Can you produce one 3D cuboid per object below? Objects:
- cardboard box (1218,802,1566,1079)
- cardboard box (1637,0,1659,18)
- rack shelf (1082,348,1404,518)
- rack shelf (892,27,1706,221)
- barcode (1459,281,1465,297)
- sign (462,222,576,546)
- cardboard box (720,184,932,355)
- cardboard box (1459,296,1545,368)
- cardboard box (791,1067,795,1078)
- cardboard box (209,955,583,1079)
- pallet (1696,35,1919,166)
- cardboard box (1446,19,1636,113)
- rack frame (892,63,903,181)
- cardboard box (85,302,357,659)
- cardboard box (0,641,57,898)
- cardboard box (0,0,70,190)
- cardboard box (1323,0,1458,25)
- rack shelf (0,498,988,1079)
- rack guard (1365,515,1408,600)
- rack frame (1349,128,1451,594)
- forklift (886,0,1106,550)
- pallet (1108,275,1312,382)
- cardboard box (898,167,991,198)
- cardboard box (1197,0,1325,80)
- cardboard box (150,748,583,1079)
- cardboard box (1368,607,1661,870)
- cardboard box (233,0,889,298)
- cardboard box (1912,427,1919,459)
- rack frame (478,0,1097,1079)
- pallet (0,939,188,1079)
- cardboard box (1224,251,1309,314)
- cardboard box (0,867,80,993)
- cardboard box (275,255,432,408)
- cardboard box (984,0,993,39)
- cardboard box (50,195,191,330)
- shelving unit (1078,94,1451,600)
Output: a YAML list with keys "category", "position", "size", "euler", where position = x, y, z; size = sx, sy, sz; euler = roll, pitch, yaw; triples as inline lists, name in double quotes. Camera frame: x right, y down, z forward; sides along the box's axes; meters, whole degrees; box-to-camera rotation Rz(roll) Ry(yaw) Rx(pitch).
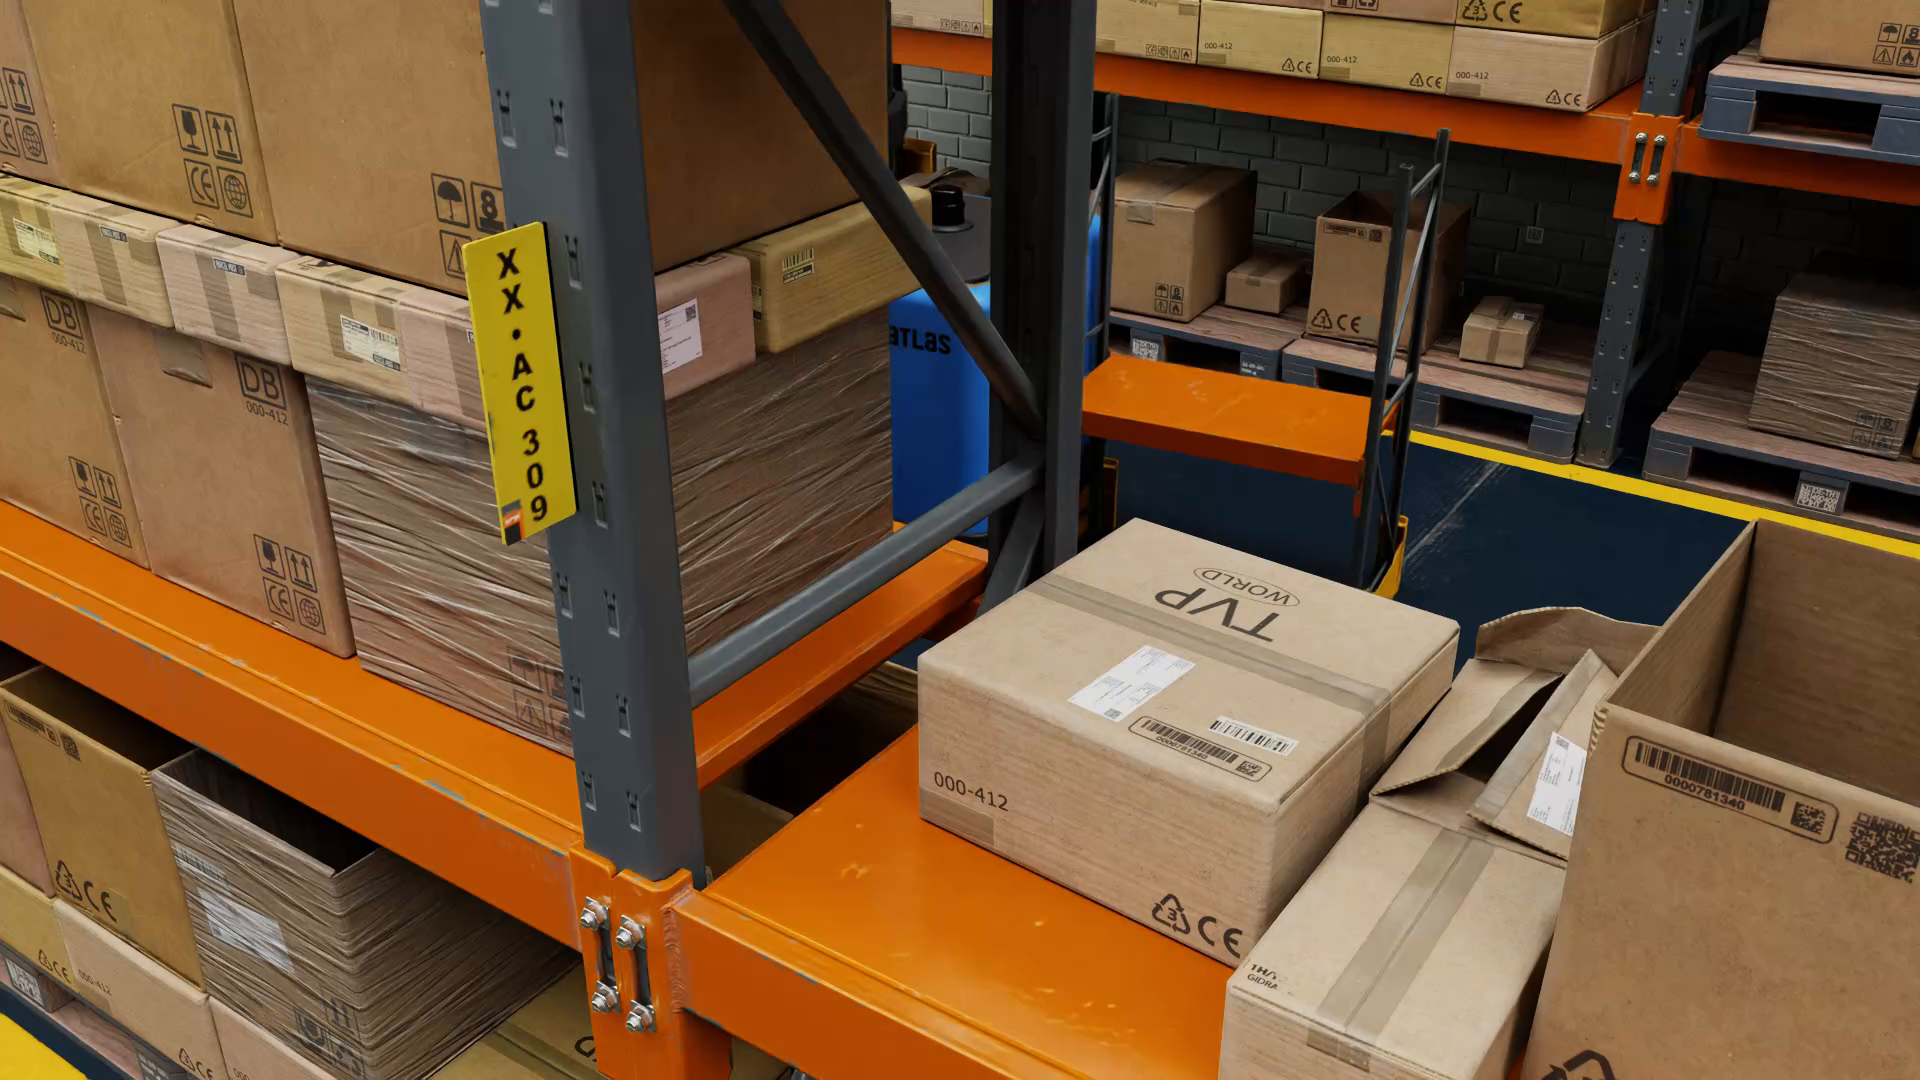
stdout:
- category: "cardboard box"
  position: [0.478, 0.473, 1.791]
  size: [0.250, 0.149, 0.380]
  euler: [17, 32, 30]
- category: "cardboard box"
  position: [2.396, -2.271, 6.223]
  size: [0.500, 0.500, 0.500]
  euler: [16, 31, 29]
- category: "rack shelf"
  position: [0.823, -0.351, 5.183]
  size: [1.000, 0.185, 0.538]
  euler: [13, 30, 24]
- category: "rack shelf"
  position: [1.016, -1.989, 7.145]
  size: [4.000, 0.370, 1.077]
  euler: [17, 32, 30]
- category: "barcode"
  position: [2.134, -1.084, 7.153]
  size: [0.075, 0.075, 0.001]
  euler: [17, 32, 30]
- category: "sign"
  position: [-0.450, -0.157, 1.709]
  size: [0.005, 0.325, 0.100]
  euler: [17, 32, 30]
- category: "cardboard box"
  position: [-0.249, -0.418, 2.440]
  size: [0.250, 0.149, 0.380]
  euler: [17, 32, 30]
- category: "cardboard box"
  position: [2.207, -0.856, 6.763]
  size: [0.250, 0.166, 0.380]
  euler: [13, 30, 24]
- category: "cardboard box"
  position: [-0.347, 0.862, 3.317]
  size: [0.500, 0.250, 0.500]
  euler: [17, 32, 30]
- category: "cardboard box"
  position: [-1.049, 0.925, 3.193]
  size: [0.500, 0.250, 0.500]
  euler: [17, 32, 30]
- category: "pallet"
  position: [3.212, -1.460, 5.524]
  size: [1.213, 0.211, 1.003]
  euler: [17, 32, 30]
- category: "cardboard box"
  position: [2.103, -1.747, 6.018]
  size: [0.500, 0.250, 0.500]
  euler: [17, 32, 30]
- category: "rack frame"
  position: [-0.632, -2.823, 7.991]
  size: [0.127, 3.000, 1.000]
  euler: [17, 32, 30]
- category: "cardboard box"
  position: [-0.944, -0.233, 2.790]
  size: [0.500, 0.500, 0.700]
  euler: [17, 32, 30]
- category: "cardboard box"
  position: [-1.883, 0.341, 3.515]
  size: [0.500, 0.500, 0.500]
  euler: [17, 32, 30]
- category: "cardboard box"
  position: [-1.336, -0.936, 2.741]
  size: [0.500, 0.500, 0.700]
  euler: [17, 32, 30]
- category: "cardboard box"
  position: [1.685, -2.204, 6.091]
  size: [0.500, 0.500, 0.500]
  euler: [17, 32, 30]
- category: "rack shelf"
  position: [-1.785, -0.136, 3.504]
  size: [4.000, 0.370, 1.077]
  euler: [17, 32, 30]
- category: "rack guard"
  position: [1.277, 0.148, 5.183]
  size: [0.087, 0.250, 0.587]
  euler: [13, 30, 24]
- category: "rack frame"
  position: [1.278, -0.408, 4.899]
  size: [0.032, 1.500, 0.500]
  euler: [13, 30, 24]
- category: "forklift"
  position: [-1.039, -1.543, 5.550]
  size: [3.031, 2.935, 1.130]
  euler: [13, 30, 24]
- category: "pallet"
  position: [1.081, -1.026, 7.533]
  size: [1.213, 0.211, 1.003]
  euler: [17, 32, 30]
- category: "cardboard box"
  position: [-0.113, -1.610, 8.086]
  size: [0.500, 0.311, 0.500]
  euler: [14, 30, 25]
- category: "cardboard box"
  position: [1.273, -2.001, 6.518]
  size: [0.500, 0.250, 0.500]
  euler: [17, 32, 30]
- category: "cardboard box"
  position: [-1.048, 0.591, 3.024]
  size: [0.500, 0.500, 0.500]
  euler: [17, 32, 30]
- category: "cardboard box"
  position: [0.692, 0.274, 2.053]
  size: [0.258, 0.266, 0.396]
  euler: [16, 31, 29]
- category: "cardboard box"
  position: [-0.506, -0.678, 2.234]
  size: [0.500, 0.500, 0.700]
  euler: [17, 32, 31]
- category: "cardboard box"
  position: [3.735, -0.582, 5.857]
  size: [0.500, 0.500, 0.700]
  euler: [17, 31, 29]
- category: "rack frame"
  position: [-0.135, 0.055, 2.334]
  size: [0.053, 2.616, 0.949]
  euler: [17, 32, 30]
- category: "pallet"
  position: [-1.778, 0.766, 4.011]
  size: [1.213, 0.211, 1.003]
  euler: [17, 32, 30]
- category: "cardboard box"
  position: [1.358, -1.140, 7.341]
  size: [0.250, 0.149, 0.380]
  euler: [15, 30, 26]
- category: "cardboard box"
  position: [-1.882, 0.674, 3.686]
  size: [0.500, 0.250, 0.500]
  euler: [17, 32, 30]
- category: "cardboard box"
  position: [-0.685, -0.331, 2.268]
  size: [0.250, 0.149, 0.380]
  euler: [17, 31, 29]
- category: "cardboard box"
  position: [0.443, -2.261, 7.028]
  size: [0.500, 0.250, 0.500]
  euler: [17, 31, 30]
- category: "cardboard box"
  position: [-1.119, -0.464, 2.530]
  size: [0.250, 0.149, 0.380]
  euler: [17, 32, 30]
- category: "shelving unit"
  position: [0.831, -0.510, 5.098]
  size: [1.083, 1.500, 0.587]
  euler: [13, 30, 24]
